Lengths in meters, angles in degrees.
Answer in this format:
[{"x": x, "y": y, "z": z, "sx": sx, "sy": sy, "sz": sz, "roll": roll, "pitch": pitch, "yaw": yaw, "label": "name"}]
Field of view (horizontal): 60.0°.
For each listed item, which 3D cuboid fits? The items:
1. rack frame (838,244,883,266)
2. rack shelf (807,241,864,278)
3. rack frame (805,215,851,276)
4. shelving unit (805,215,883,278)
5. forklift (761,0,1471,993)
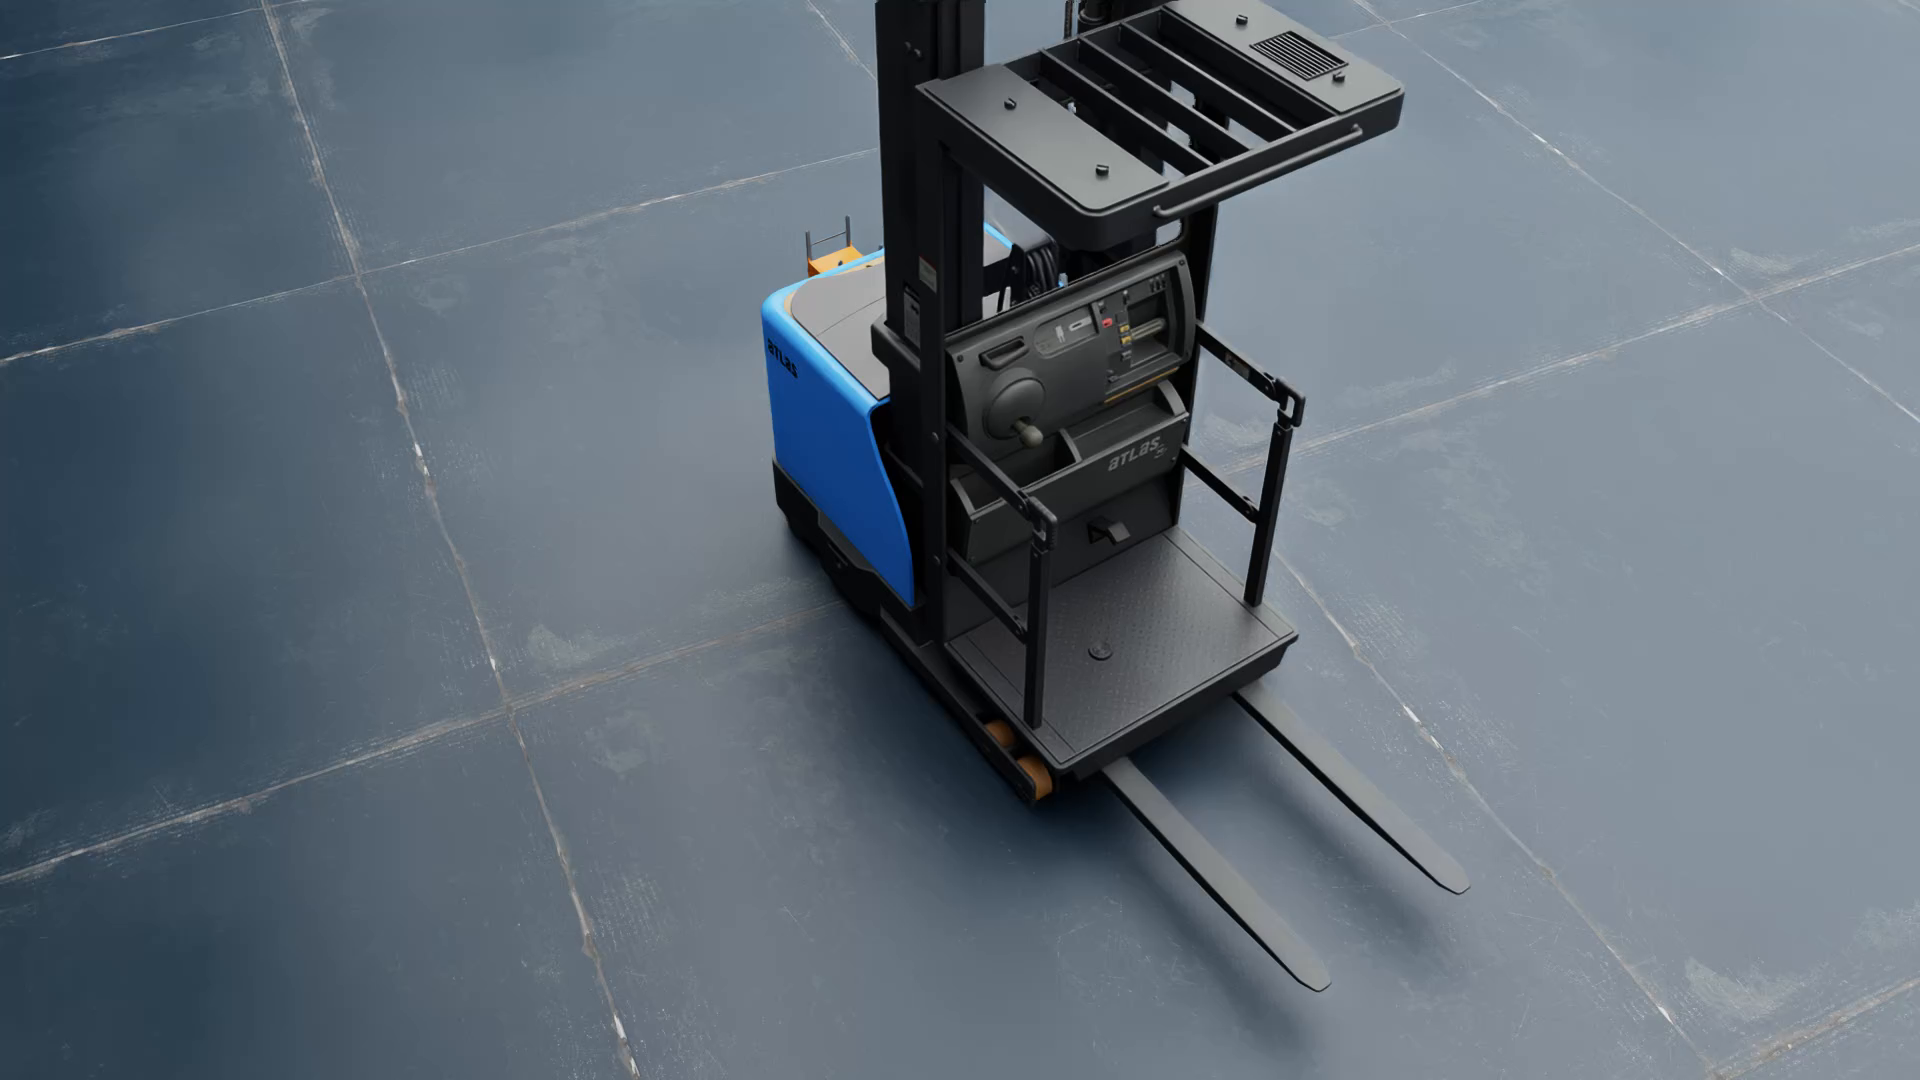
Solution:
[{"x": -0.380, "y": -0.726, "z": 6.738, "sx": 0.200, "sy": 1.050, "sz": 0.008, "roll": -26, "pitch": 50, "yaw": -24, "label": "rack frame"}, {"x": -0.450, "y": -0.991, "z": 6.618, "sx": 0.215, "sy": 0.259, "sz": 0.240, "roll": -26, "pitch": 50, "yaw": -24, "label": "rack shelf"}, {"x": -0.519, "y": -0.867, "z": 6.881, "sx": 0.200, "sy": 1.050, "sz": 0.008, "roll": -26, "pitch": 50, "yaw": -24, "label": "rack frame"}, {"x": -0.450, "y": -0.796, "z": 6.809, "sx": 0.215, "sy": 1.050, "sz": 0.252, "roll": -26, "pitch": 50, "yaw": -24, "label": "shelving unit"}, {"x": 0.499, "y": -0.519, "z": 5.190, "sx": 1.130, "sy": 2.935, "sz": 3.031, "roll": -26, "pitch": 50, "yaw": -24, "label": "forklift"}]
